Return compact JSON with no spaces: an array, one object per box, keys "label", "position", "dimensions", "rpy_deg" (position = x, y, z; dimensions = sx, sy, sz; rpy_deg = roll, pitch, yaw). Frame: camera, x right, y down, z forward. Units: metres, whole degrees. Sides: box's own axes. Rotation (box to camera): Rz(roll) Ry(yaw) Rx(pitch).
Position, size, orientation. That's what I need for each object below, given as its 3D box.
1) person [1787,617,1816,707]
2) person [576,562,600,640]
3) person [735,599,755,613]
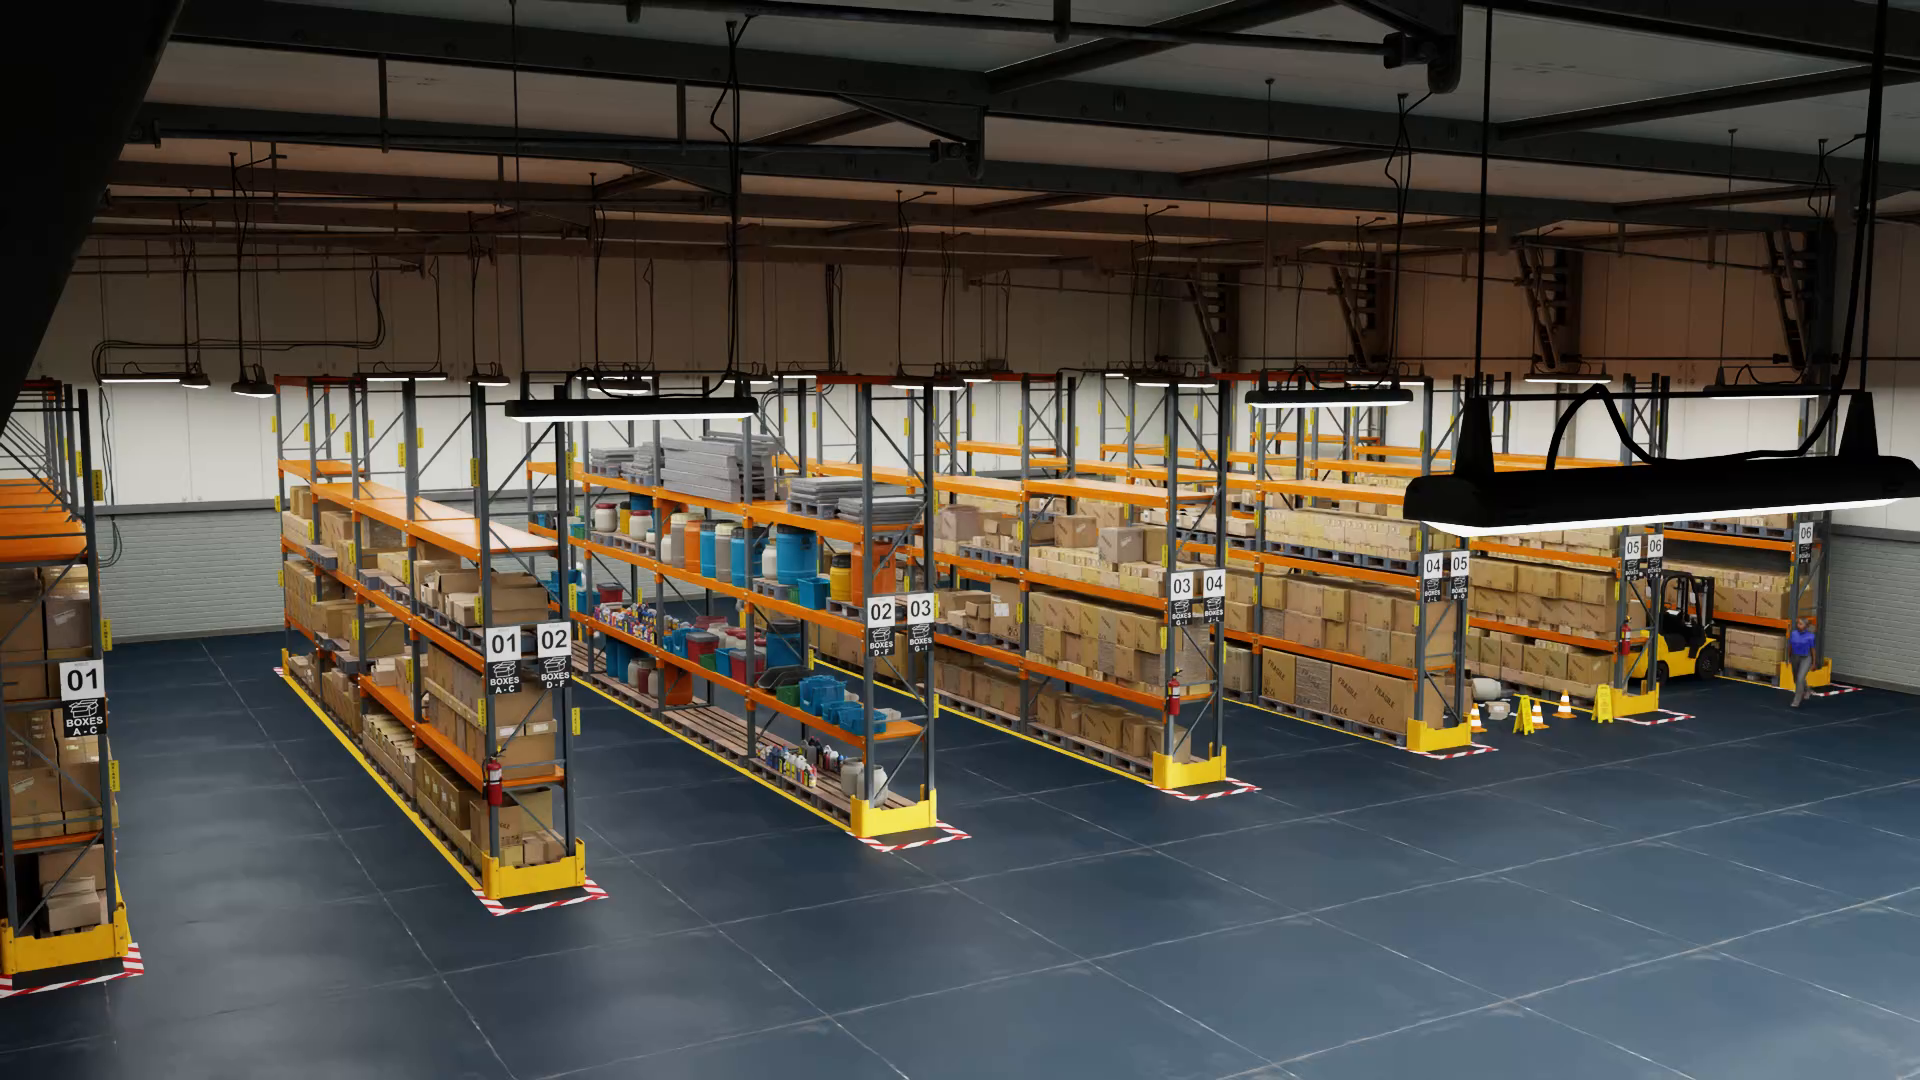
[{"label":"person","position":[15.380,2.197,30.352],"dimensions":[0.923,1.614,0.471],"rpy_deg":[-5,8,-37]},{"label":"person","position":[-8.496,1.375,37.382],"dimensions":[0.722,1.763,0.682],"rpy_deg":[-2,6,-16]},{"label":"person","position":[-5.167,0.981,40.938],"dimensions":[1.112,1.694,0.541],"rpy_deg":[4,7,33]}]
